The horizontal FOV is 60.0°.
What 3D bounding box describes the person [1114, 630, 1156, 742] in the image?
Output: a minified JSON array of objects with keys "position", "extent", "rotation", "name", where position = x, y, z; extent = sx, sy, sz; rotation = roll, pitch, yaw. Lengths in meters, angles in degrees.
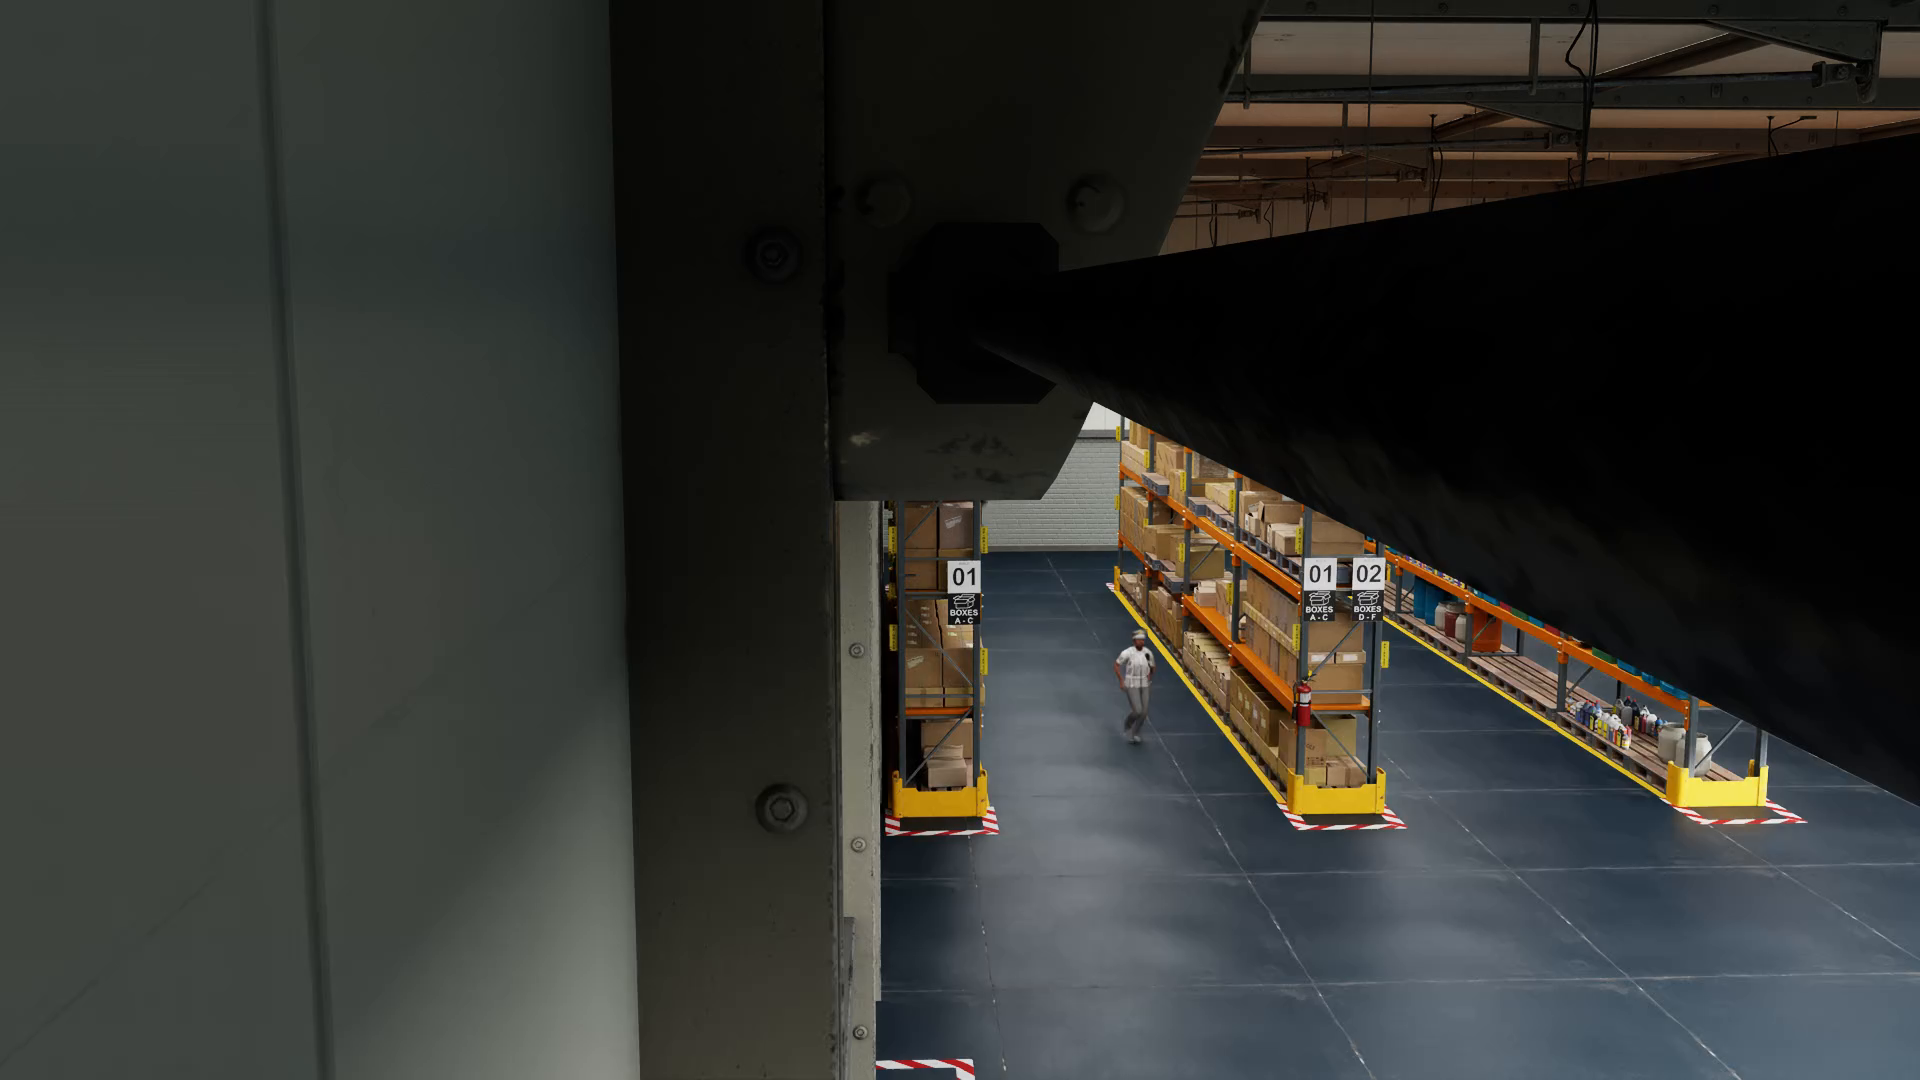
[{"position":[2.545,2.097,23.730],"extent":[0.557,1.660,0.599],"rotation":[-3,9,-17],"name":"person"}]
